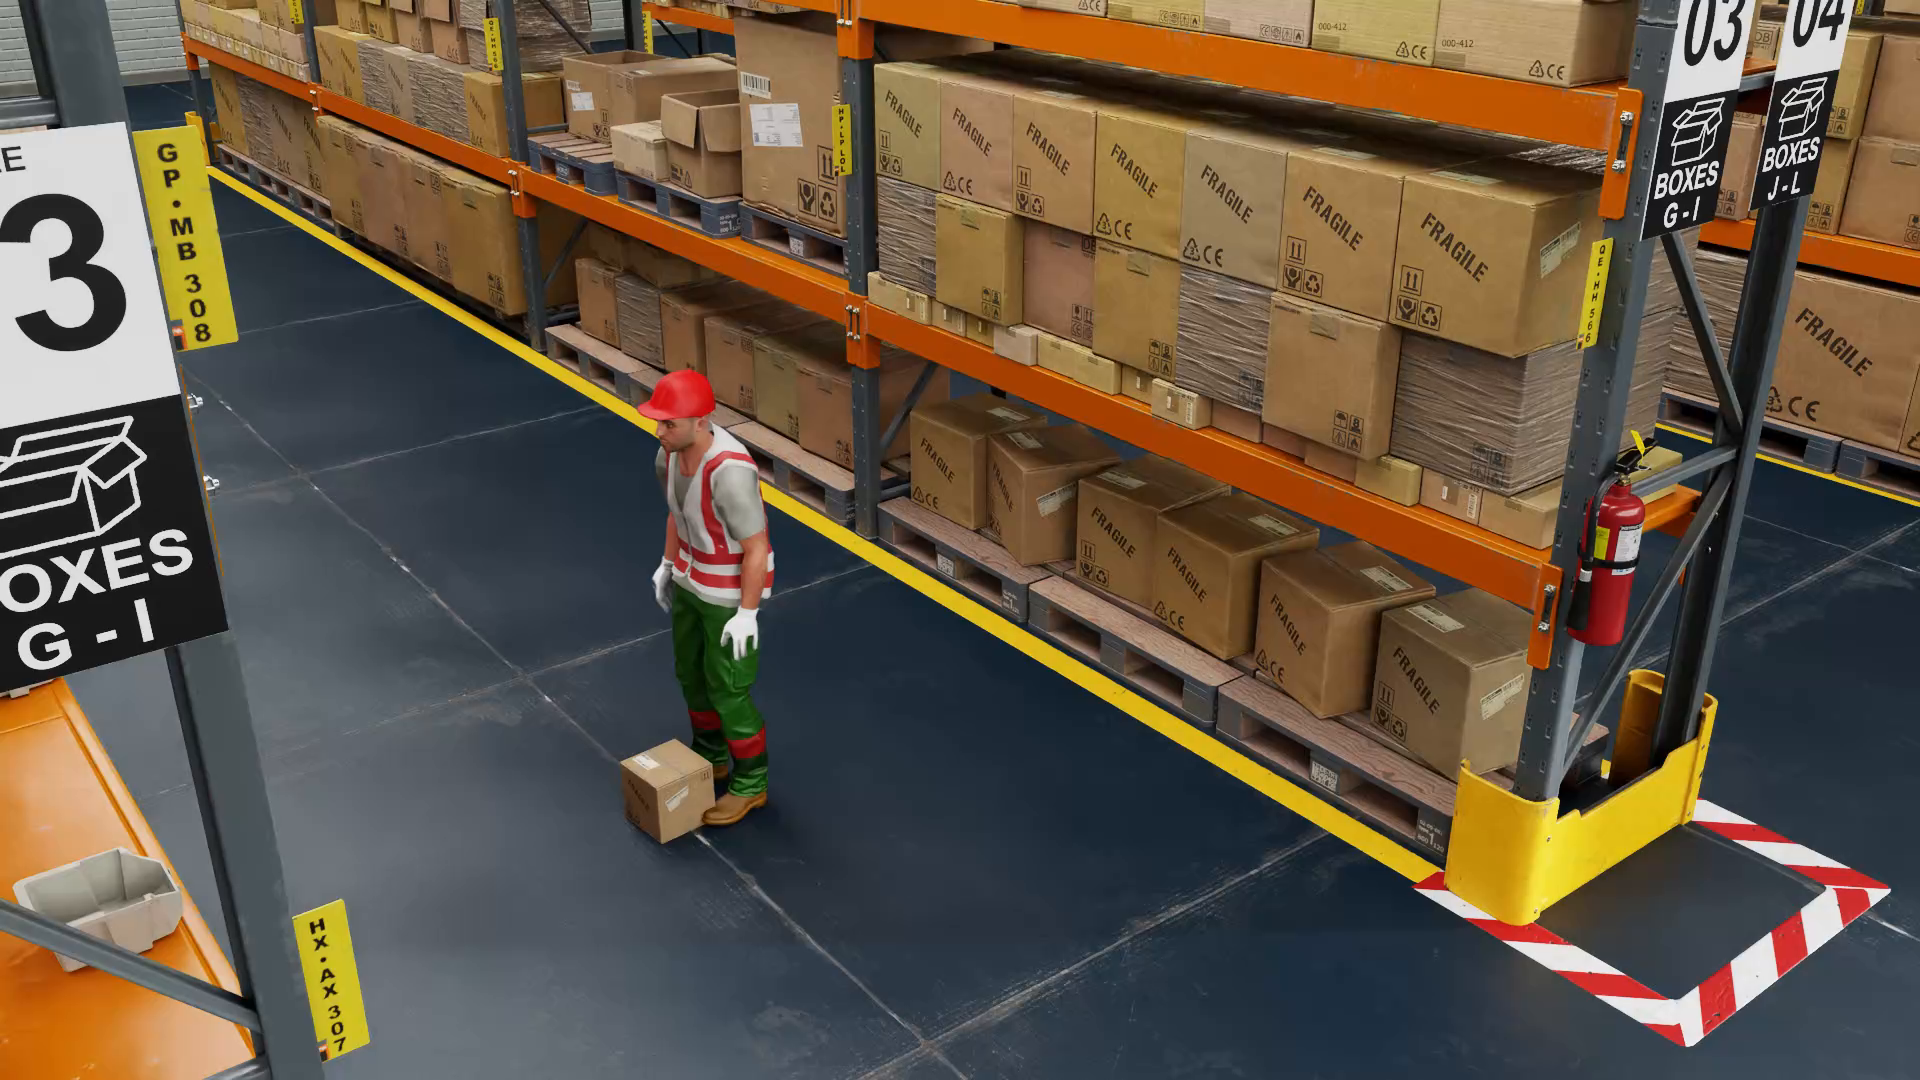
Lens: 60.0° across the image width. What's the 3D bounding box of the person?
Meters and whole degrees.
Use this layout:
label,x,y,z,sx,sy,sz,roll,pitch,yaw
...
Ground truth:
label,x,y,z,sx,sy,sz,roll,pitch,yaw
person,-0.929,0.205,6.137,0.454,1.779,0.620,-19,30,-35
